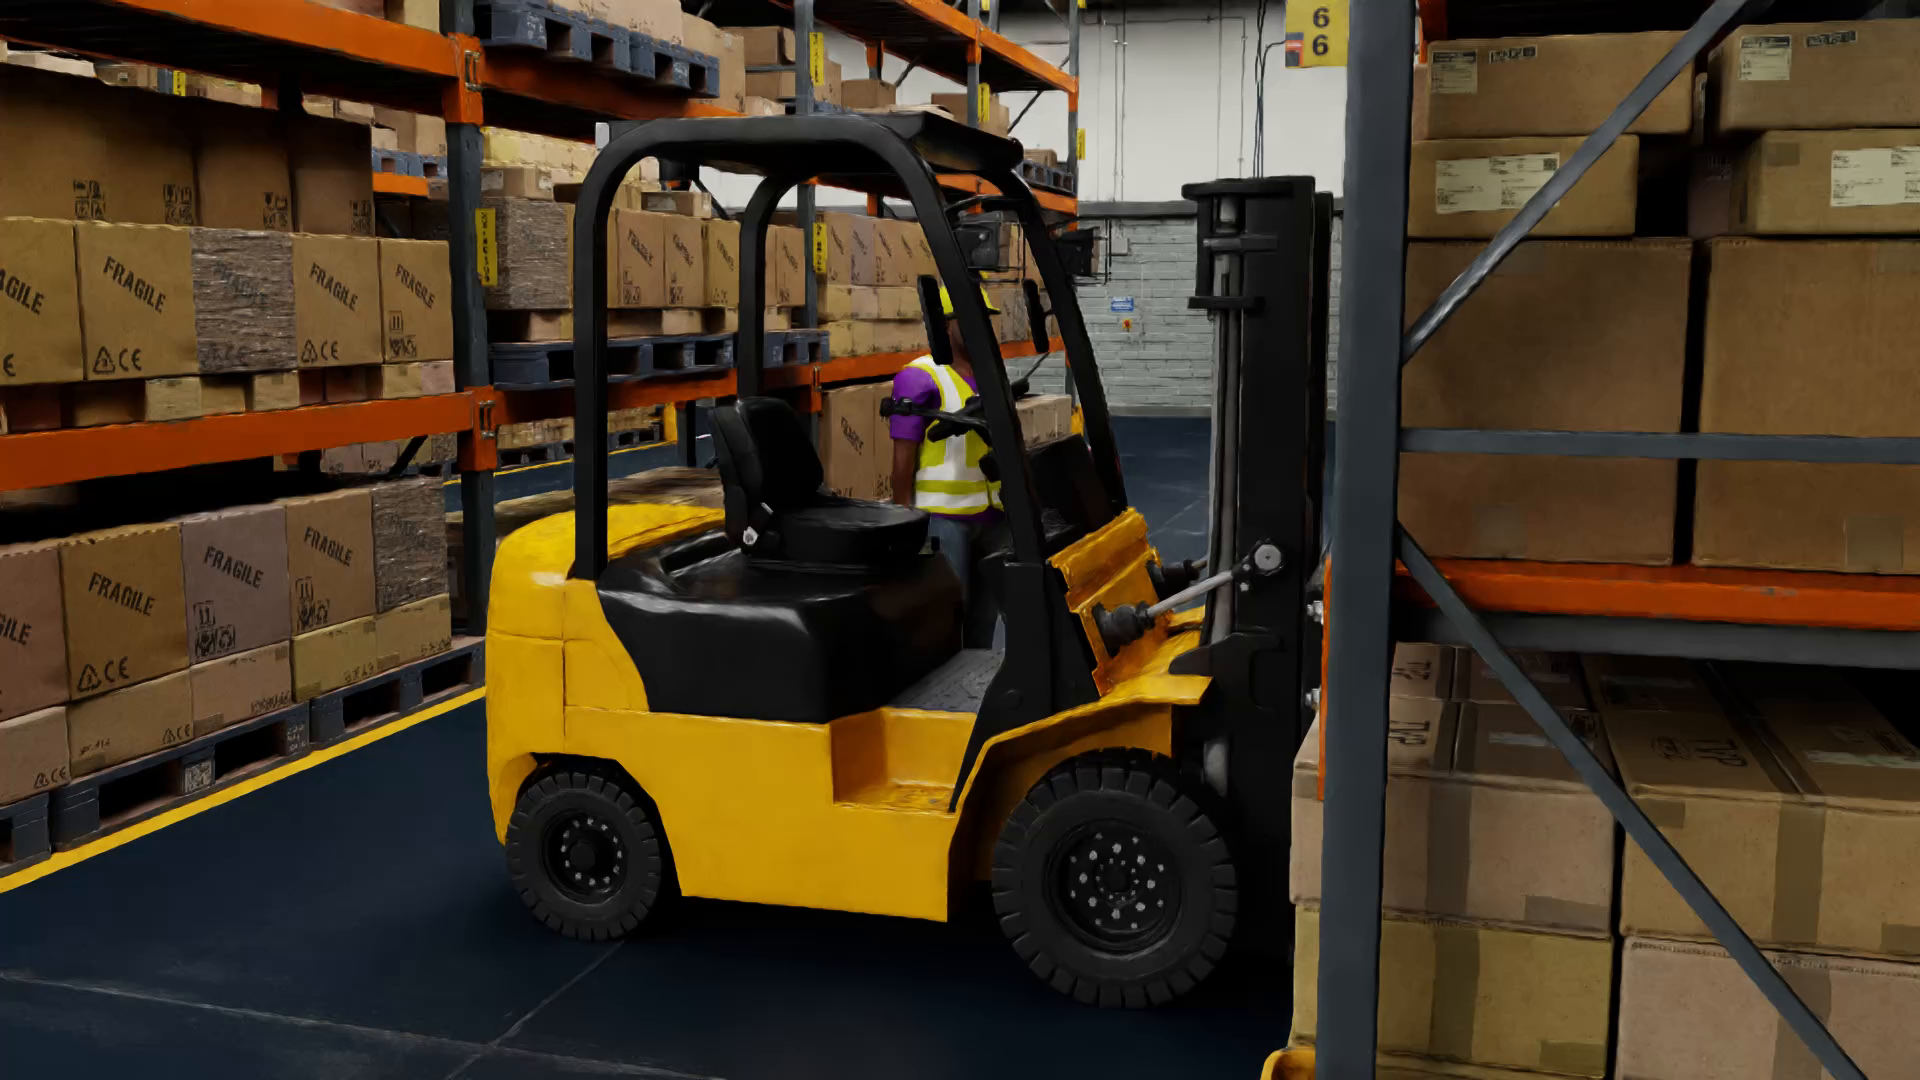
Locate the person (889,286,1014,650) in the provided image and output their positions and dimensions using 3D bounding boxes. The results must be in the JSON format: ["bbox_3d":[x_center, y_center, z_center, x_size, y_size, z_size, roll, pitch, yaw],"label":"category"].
[{"bbox_3d":[0.012,-0.079,6.230,0.683,1.773,0.421,-8,12,-44],"label":"person"}]
